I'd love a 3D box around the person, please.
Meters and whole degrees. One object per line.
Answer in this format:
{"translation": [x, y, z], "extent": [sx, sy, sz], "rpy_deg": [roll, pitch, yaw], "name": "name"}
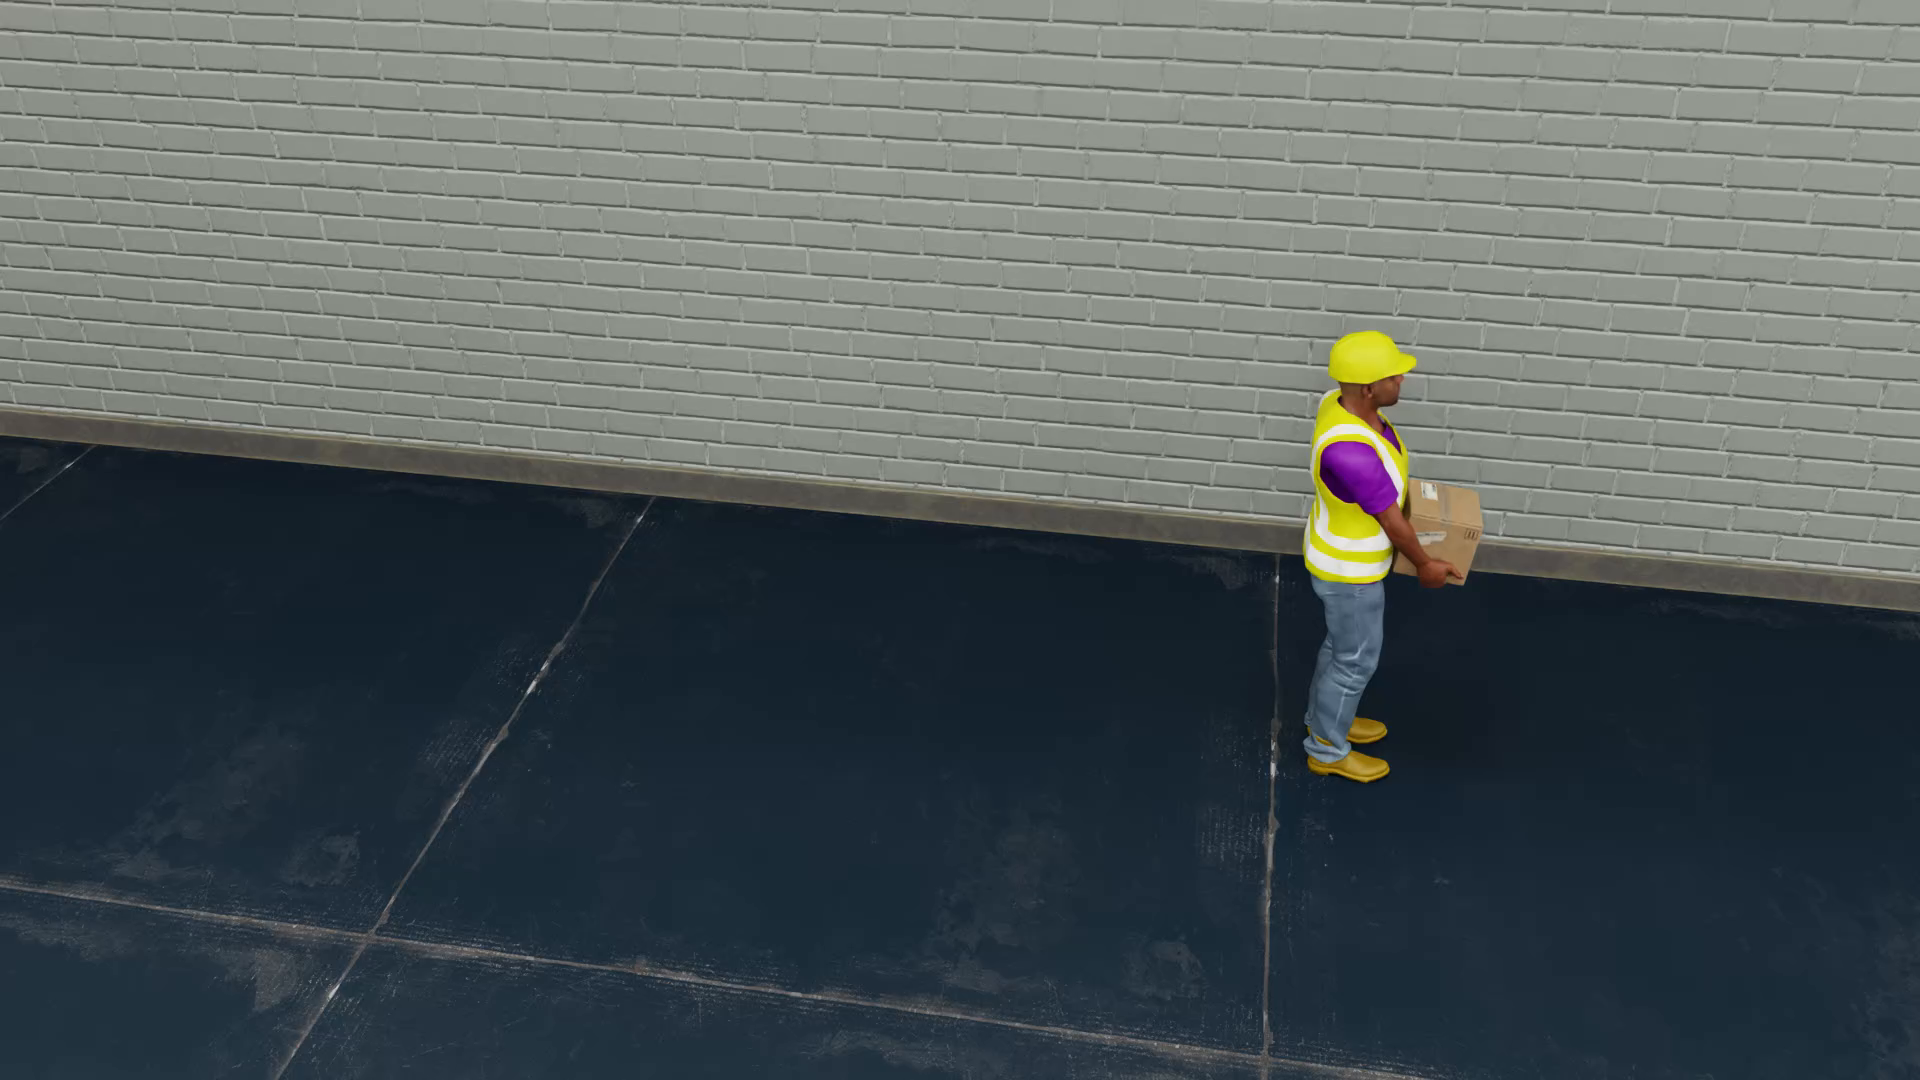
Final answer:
{"translation": [1.508, 0.069, 6.008], "extent": [0.569, 1.761, 0.504], "rpy_deg": [6, 33, 9], "name": "person"}
